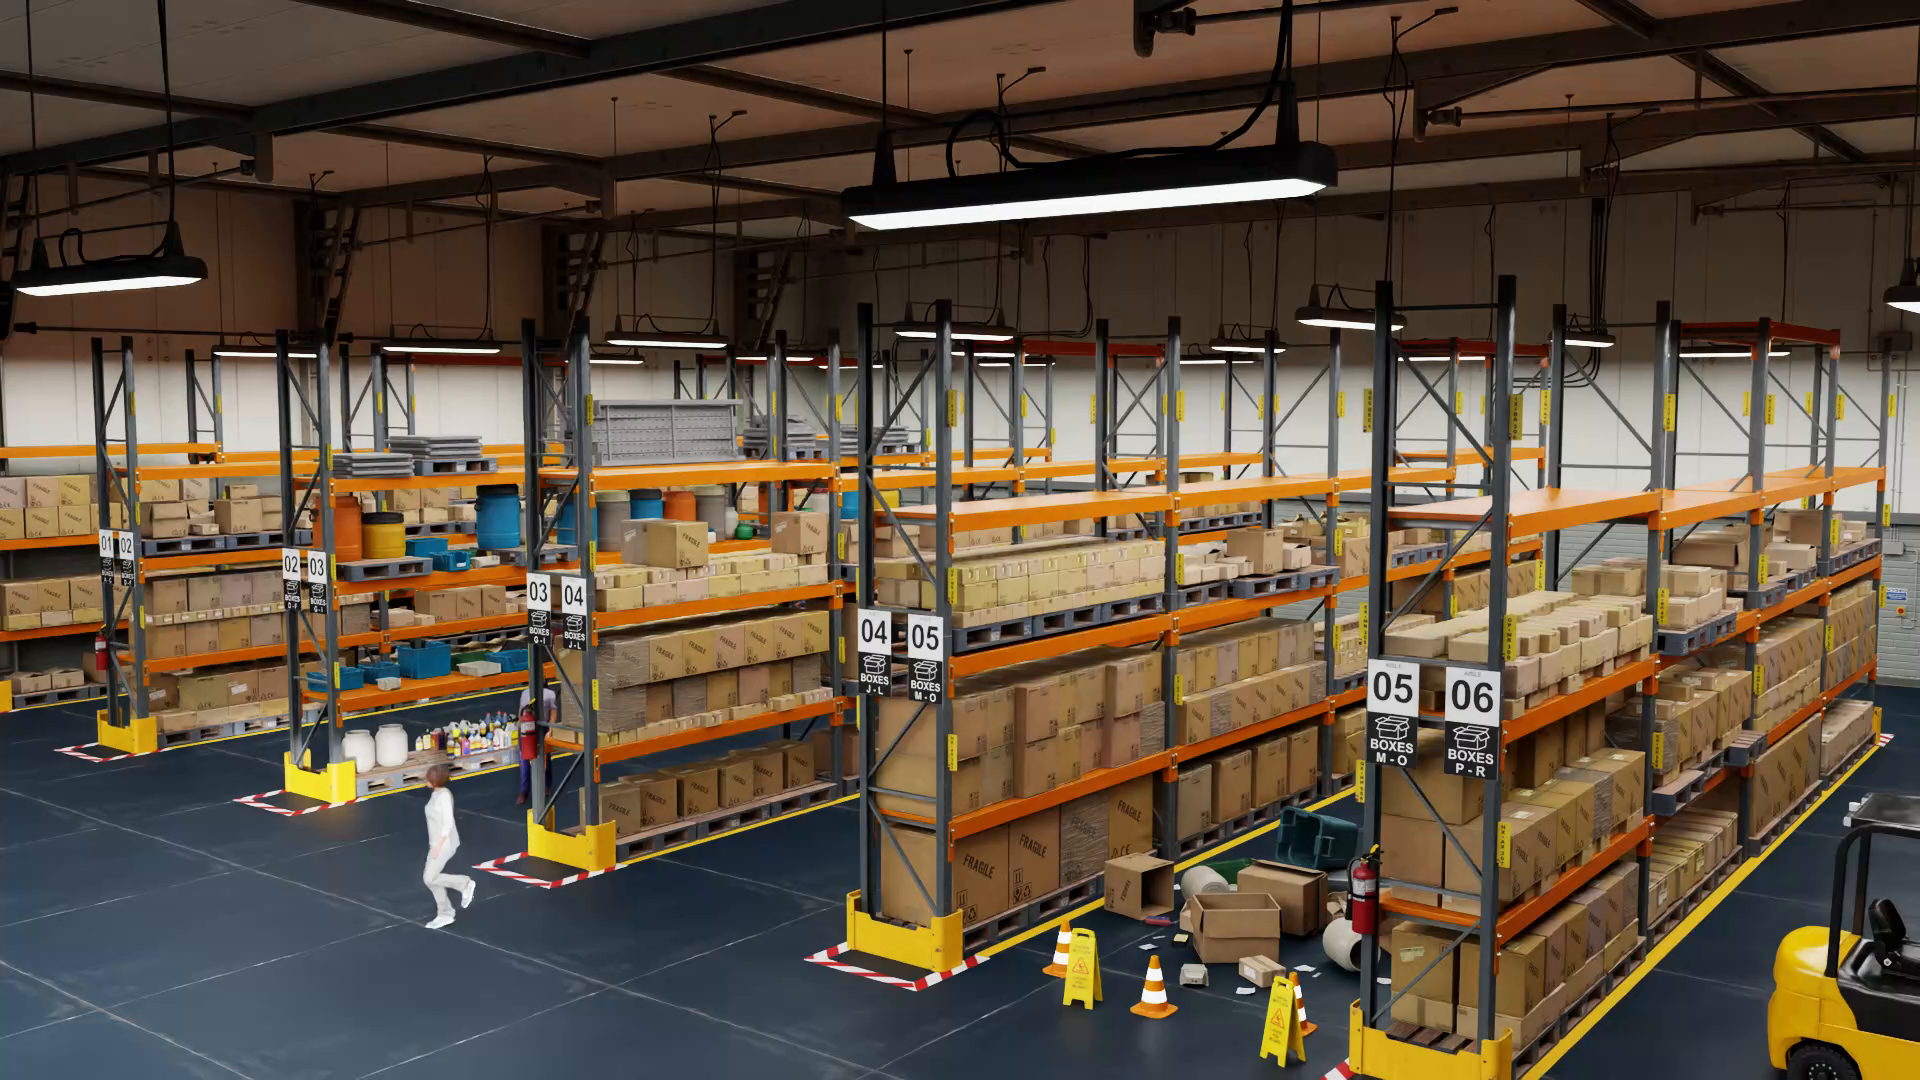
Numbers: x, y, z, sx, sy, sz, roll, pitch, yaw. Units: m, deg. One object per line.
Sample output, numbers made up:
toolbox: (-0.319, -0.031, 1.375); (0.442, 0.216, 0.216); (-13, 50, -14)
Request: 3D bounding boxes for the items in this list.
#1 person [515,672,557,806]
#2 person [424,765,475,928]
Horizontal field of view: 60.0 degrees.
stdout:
person: (-5.413, 2.517, 21.244); (0.504, 1.652, 0.682); (0, 5, -4)
person: (-5.013, 2.980, 16.252); (0.496, 1.570, 0.481); (-3, 6, -29)
